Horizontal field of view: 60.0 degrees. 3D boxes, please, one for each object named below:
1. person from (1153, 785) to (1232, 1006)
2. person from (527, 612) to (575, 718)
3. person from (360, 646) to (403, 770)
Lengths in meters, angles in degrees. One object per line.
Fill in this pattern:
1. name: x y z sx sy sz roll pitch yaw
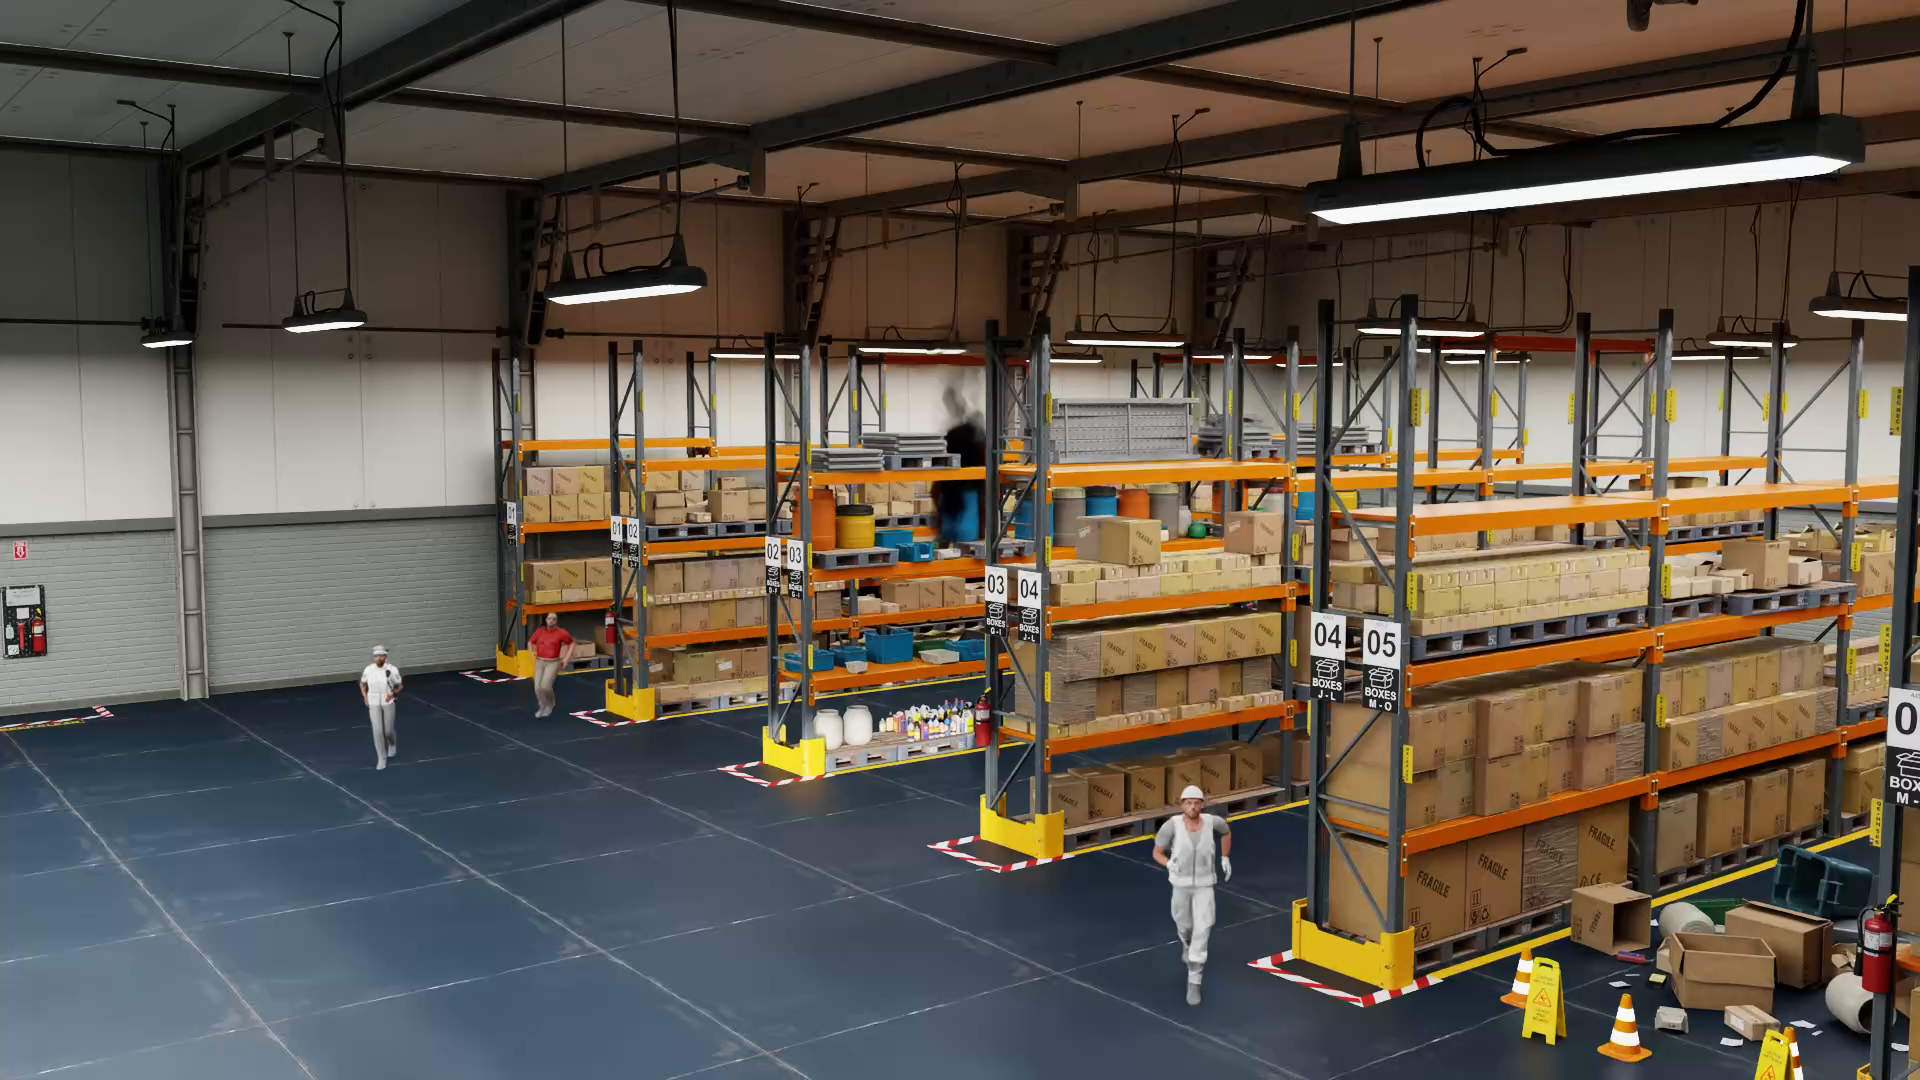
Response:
1. person: 2.021 3.021 14.462 0.692 1.831 0.952 0 5 4
2. person: -6.555 2.001 26.493 0.733 1.691 0.568 1 5 8
3. person: -8.055 2.298 23.152 0.585 1.695 0.688 -1 5 -13
